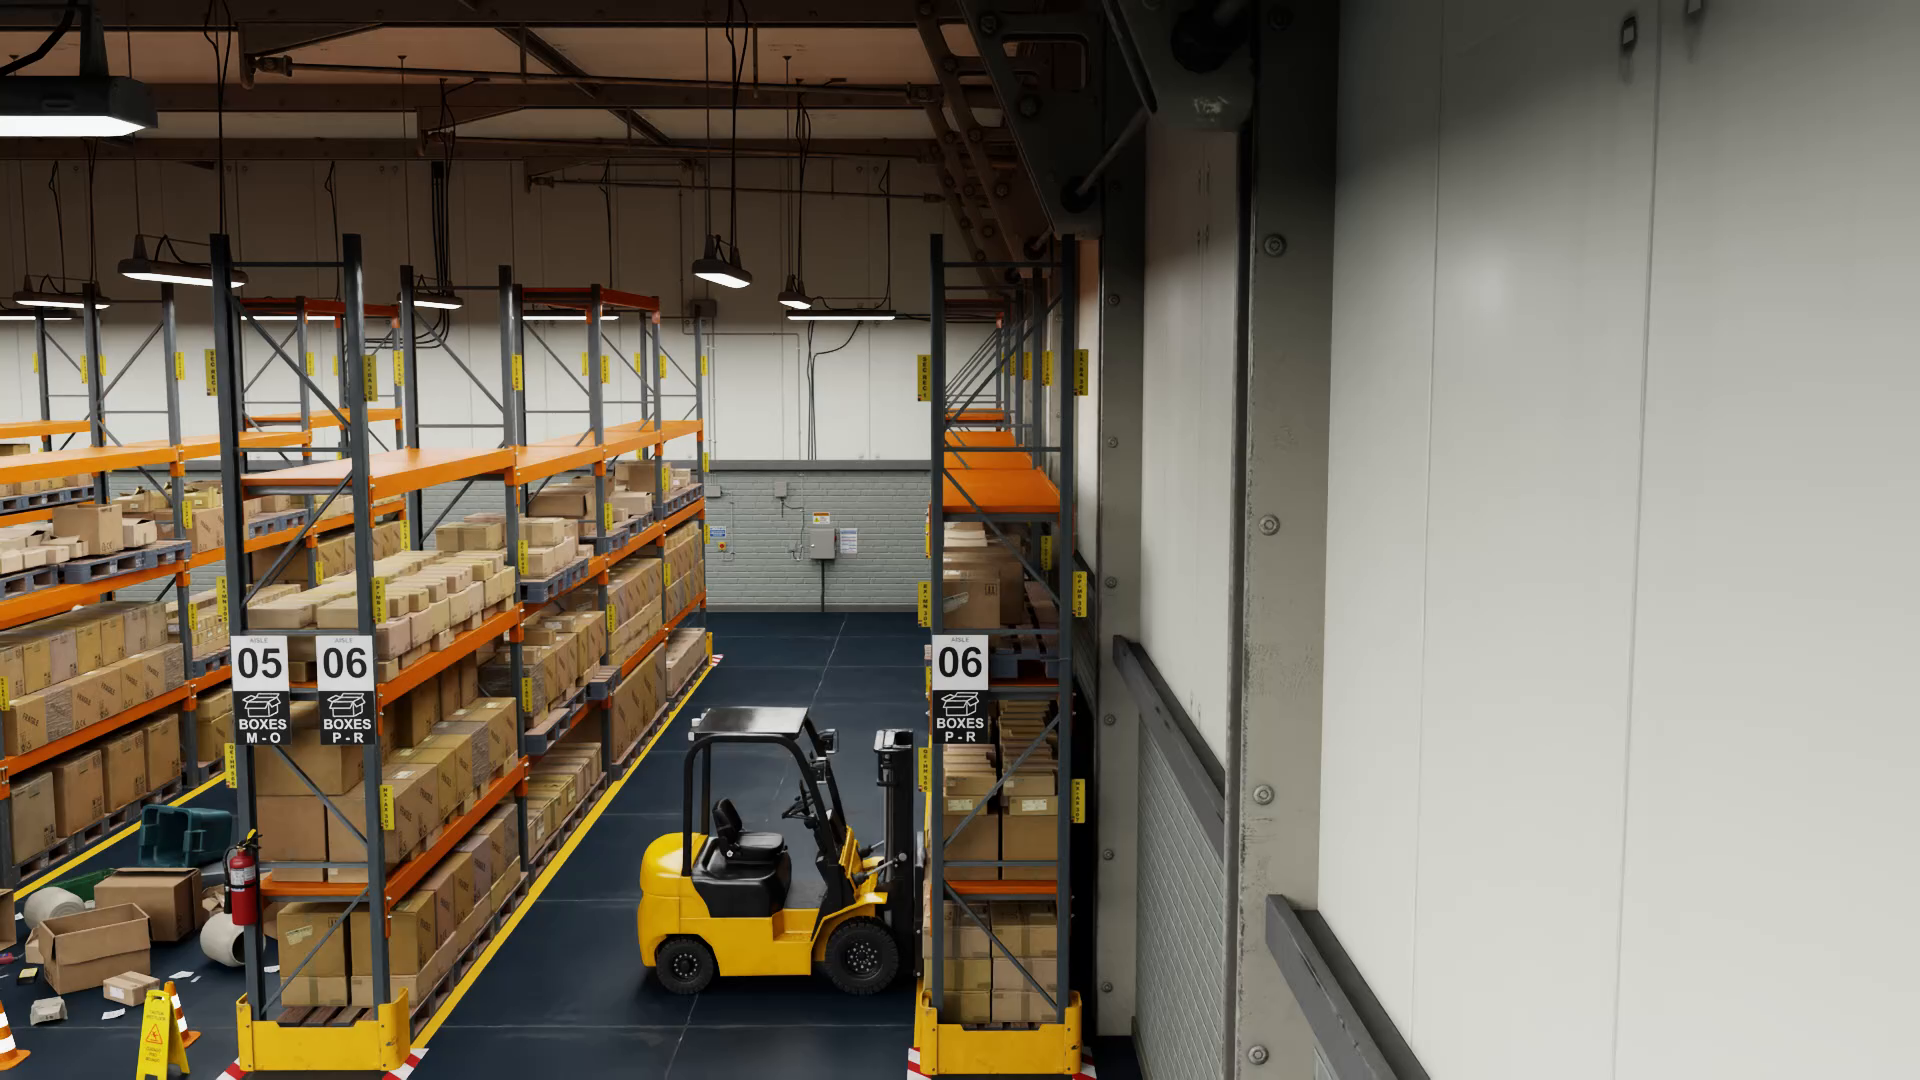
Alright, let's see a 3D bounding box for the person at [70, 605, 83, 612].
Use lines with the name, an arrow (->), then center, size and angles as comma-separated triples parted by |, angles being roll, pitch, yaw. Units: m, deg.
person -> -12.102, 1.756, 22.813 | 0.655, 1.721, 1.050 | -1, 6, -5
